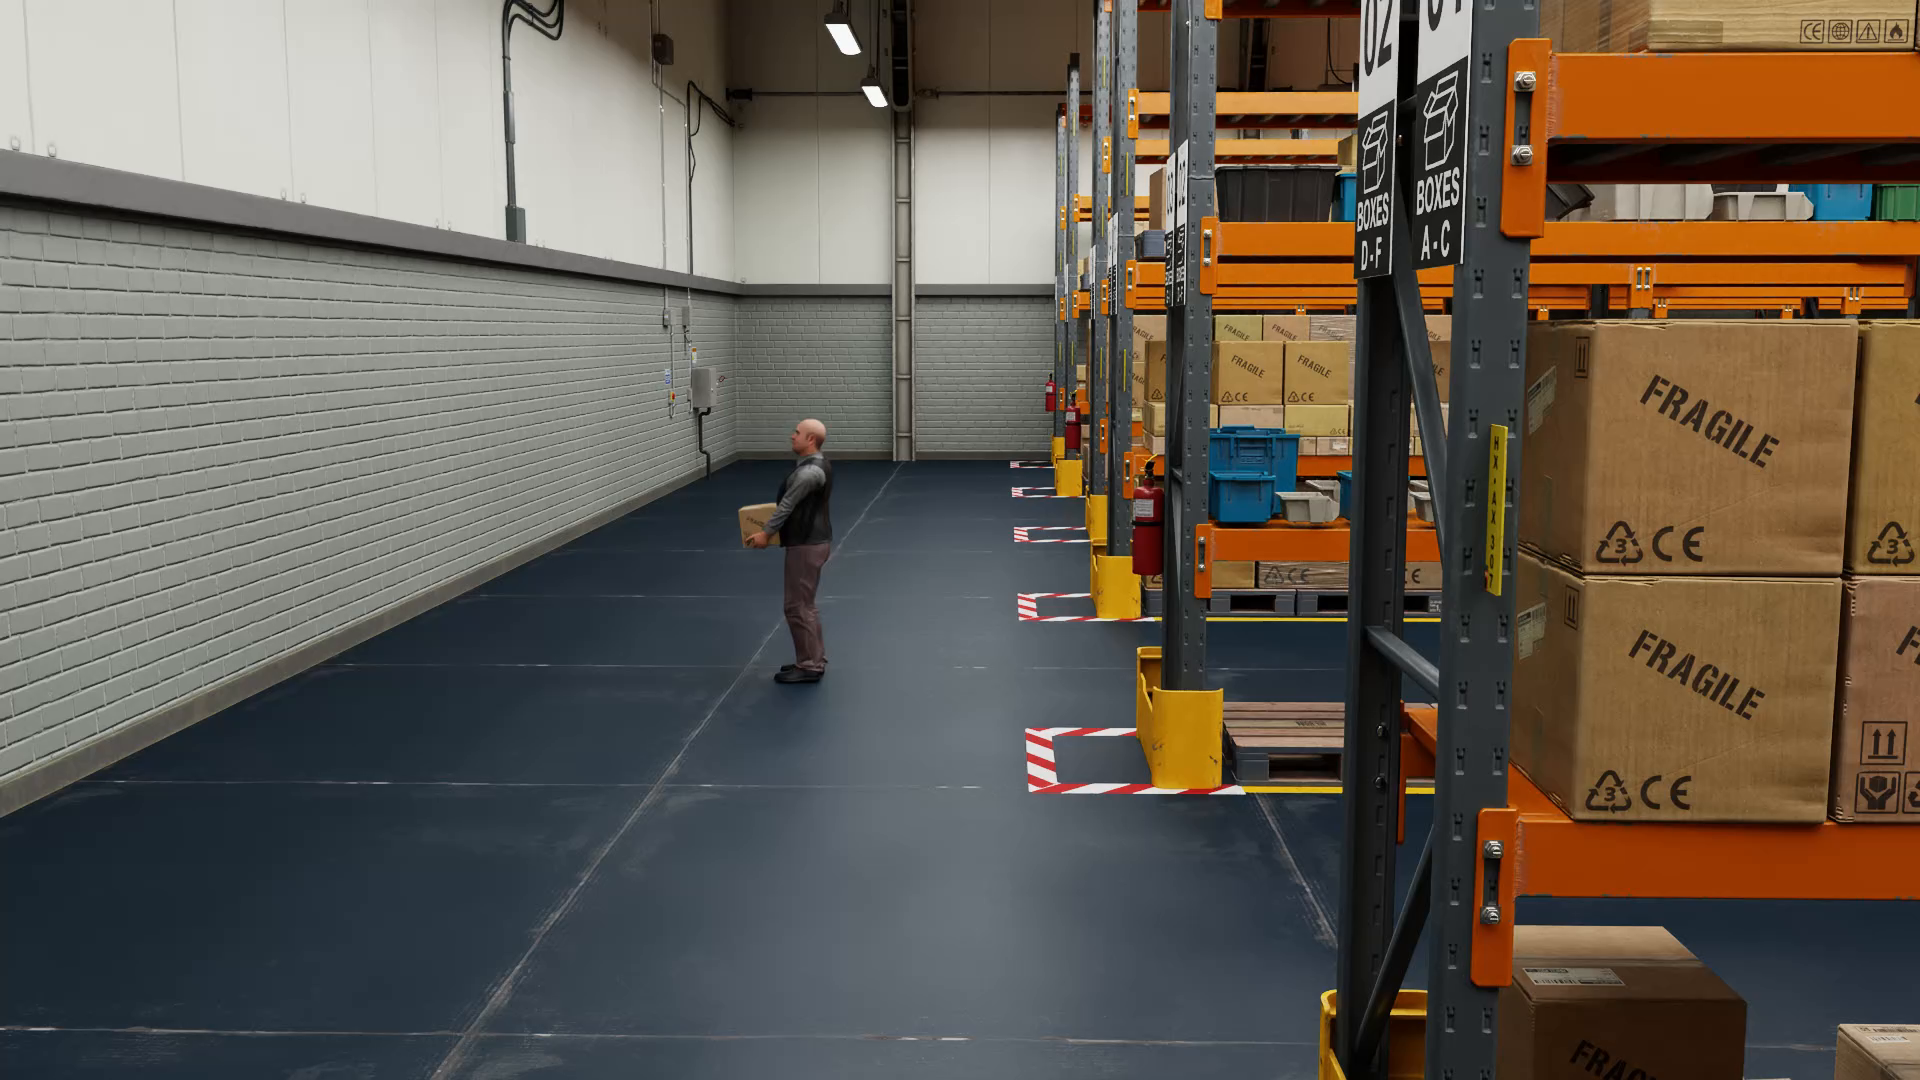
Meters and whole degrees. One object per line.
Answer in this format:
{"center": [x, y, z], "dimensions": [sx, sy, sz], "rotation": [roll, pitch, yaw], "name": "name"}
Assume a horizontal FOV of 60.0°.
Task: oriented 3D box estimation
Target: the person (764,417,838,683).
{"center": [-1.034, 0.056, 10.895], "dimensions": [0.470, 1.728, 0.546], "rotation": [0, 7, 0], "name": "person"}
